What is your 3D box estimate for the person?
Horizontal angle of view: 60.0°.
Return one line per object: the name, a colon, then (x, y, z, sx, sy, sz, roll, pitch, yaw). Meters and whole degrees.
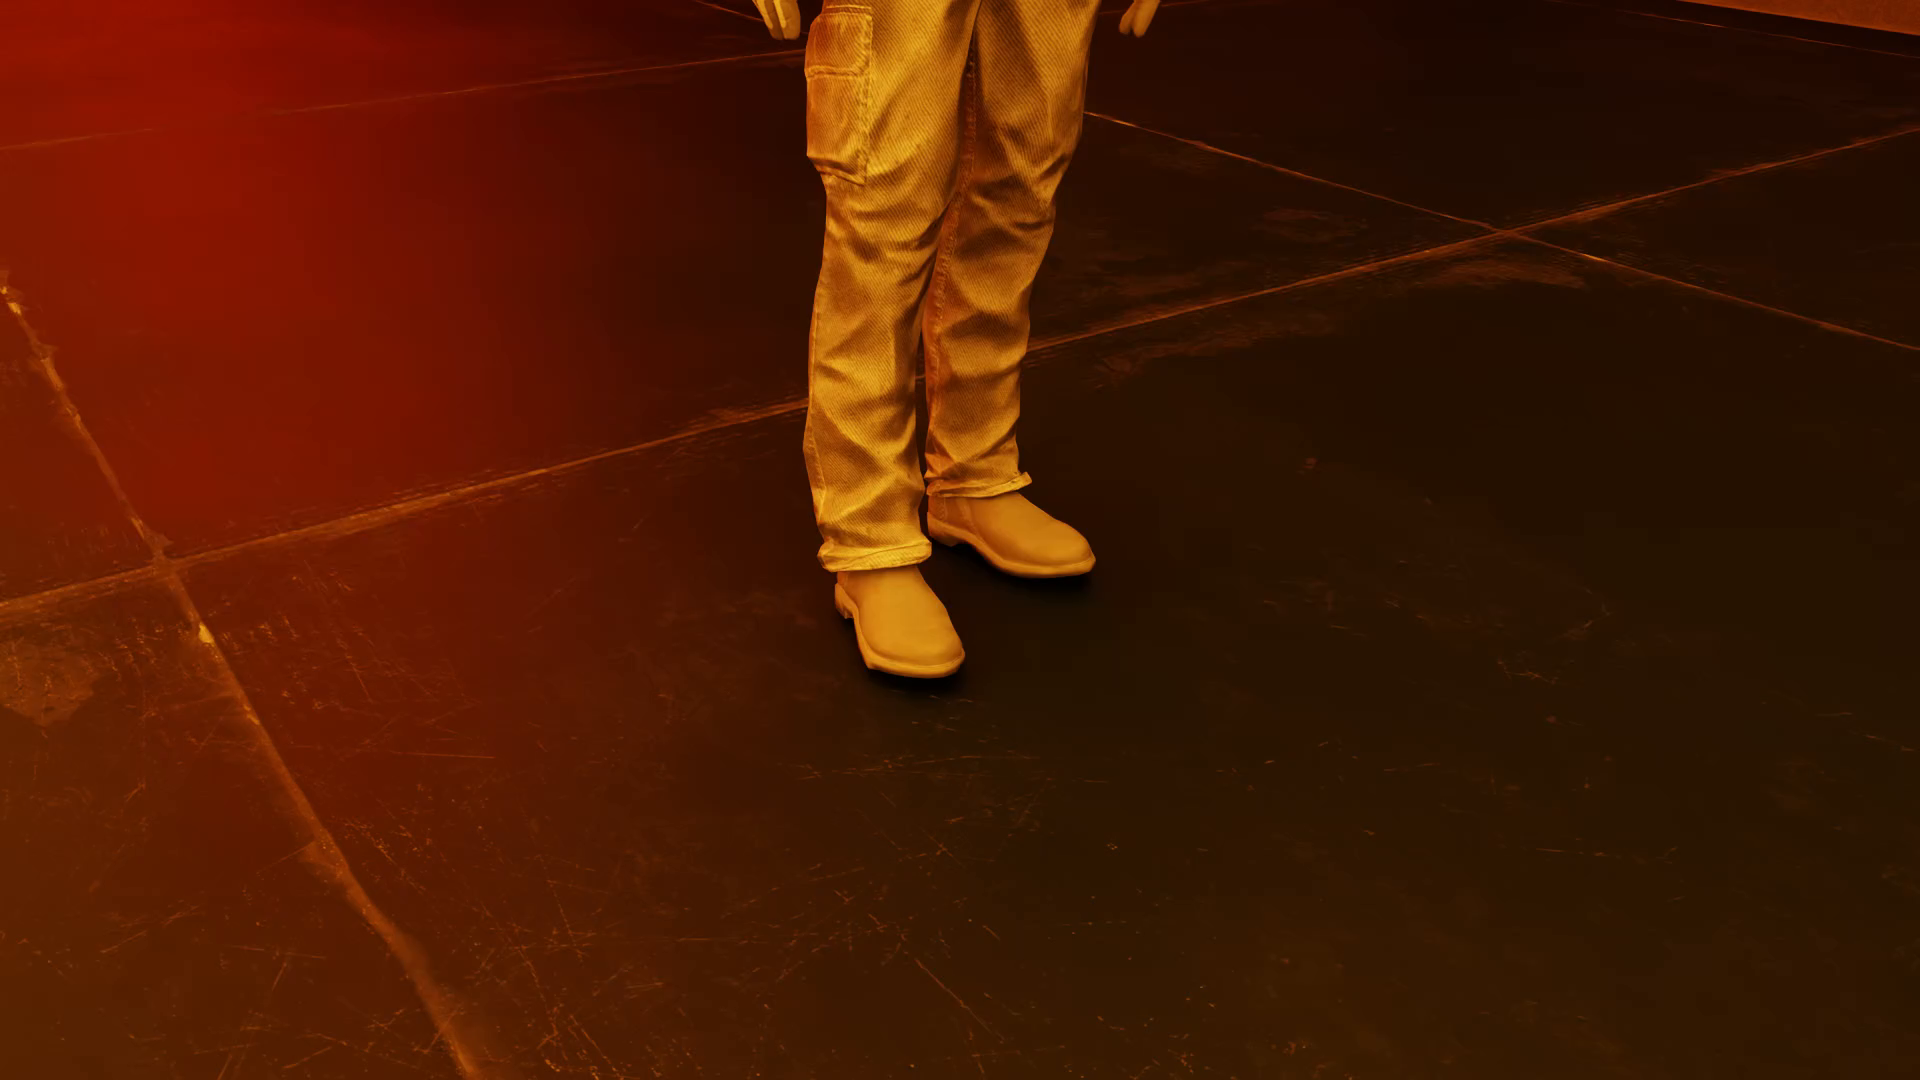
person: (0.033, -0.775, 2.040, 0.656, 1.782, 0.577, -17, 31, -31)
